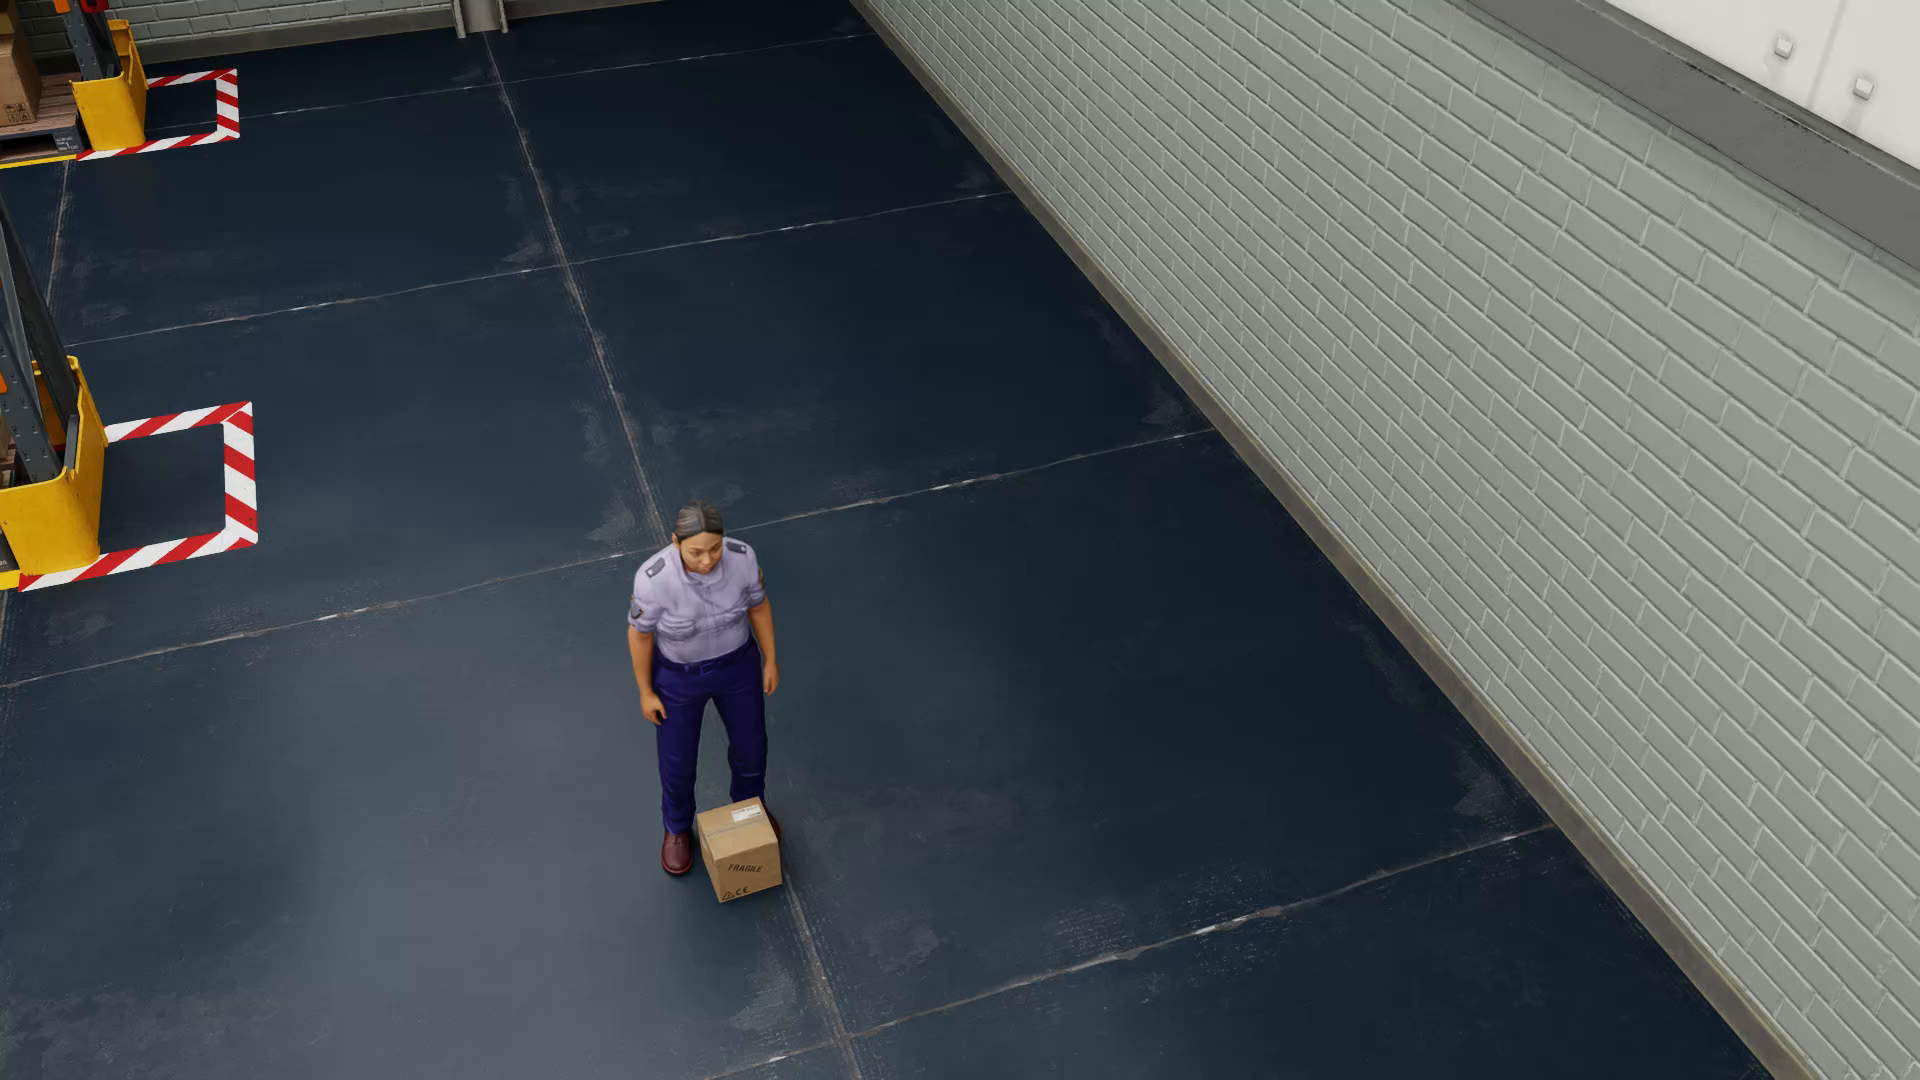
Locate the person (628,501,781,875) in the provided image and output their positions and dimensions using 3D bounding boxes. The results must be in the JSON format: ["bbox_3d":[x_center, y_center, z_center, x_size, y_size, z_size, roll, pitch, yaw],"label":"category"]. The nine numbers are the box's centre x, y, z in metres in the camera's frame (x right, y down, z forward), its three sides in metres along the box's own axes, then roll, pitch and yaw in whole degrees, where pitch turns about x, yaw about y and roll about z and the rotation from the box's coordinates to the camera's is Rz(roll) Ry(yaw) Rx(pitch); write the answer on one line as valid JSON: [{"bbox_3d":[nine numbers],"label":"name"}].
[{"bbox_3d":[-0.941,0.504,6.143,0.555,1.652,0.365,-14,40,-17],"label":"person"}]
